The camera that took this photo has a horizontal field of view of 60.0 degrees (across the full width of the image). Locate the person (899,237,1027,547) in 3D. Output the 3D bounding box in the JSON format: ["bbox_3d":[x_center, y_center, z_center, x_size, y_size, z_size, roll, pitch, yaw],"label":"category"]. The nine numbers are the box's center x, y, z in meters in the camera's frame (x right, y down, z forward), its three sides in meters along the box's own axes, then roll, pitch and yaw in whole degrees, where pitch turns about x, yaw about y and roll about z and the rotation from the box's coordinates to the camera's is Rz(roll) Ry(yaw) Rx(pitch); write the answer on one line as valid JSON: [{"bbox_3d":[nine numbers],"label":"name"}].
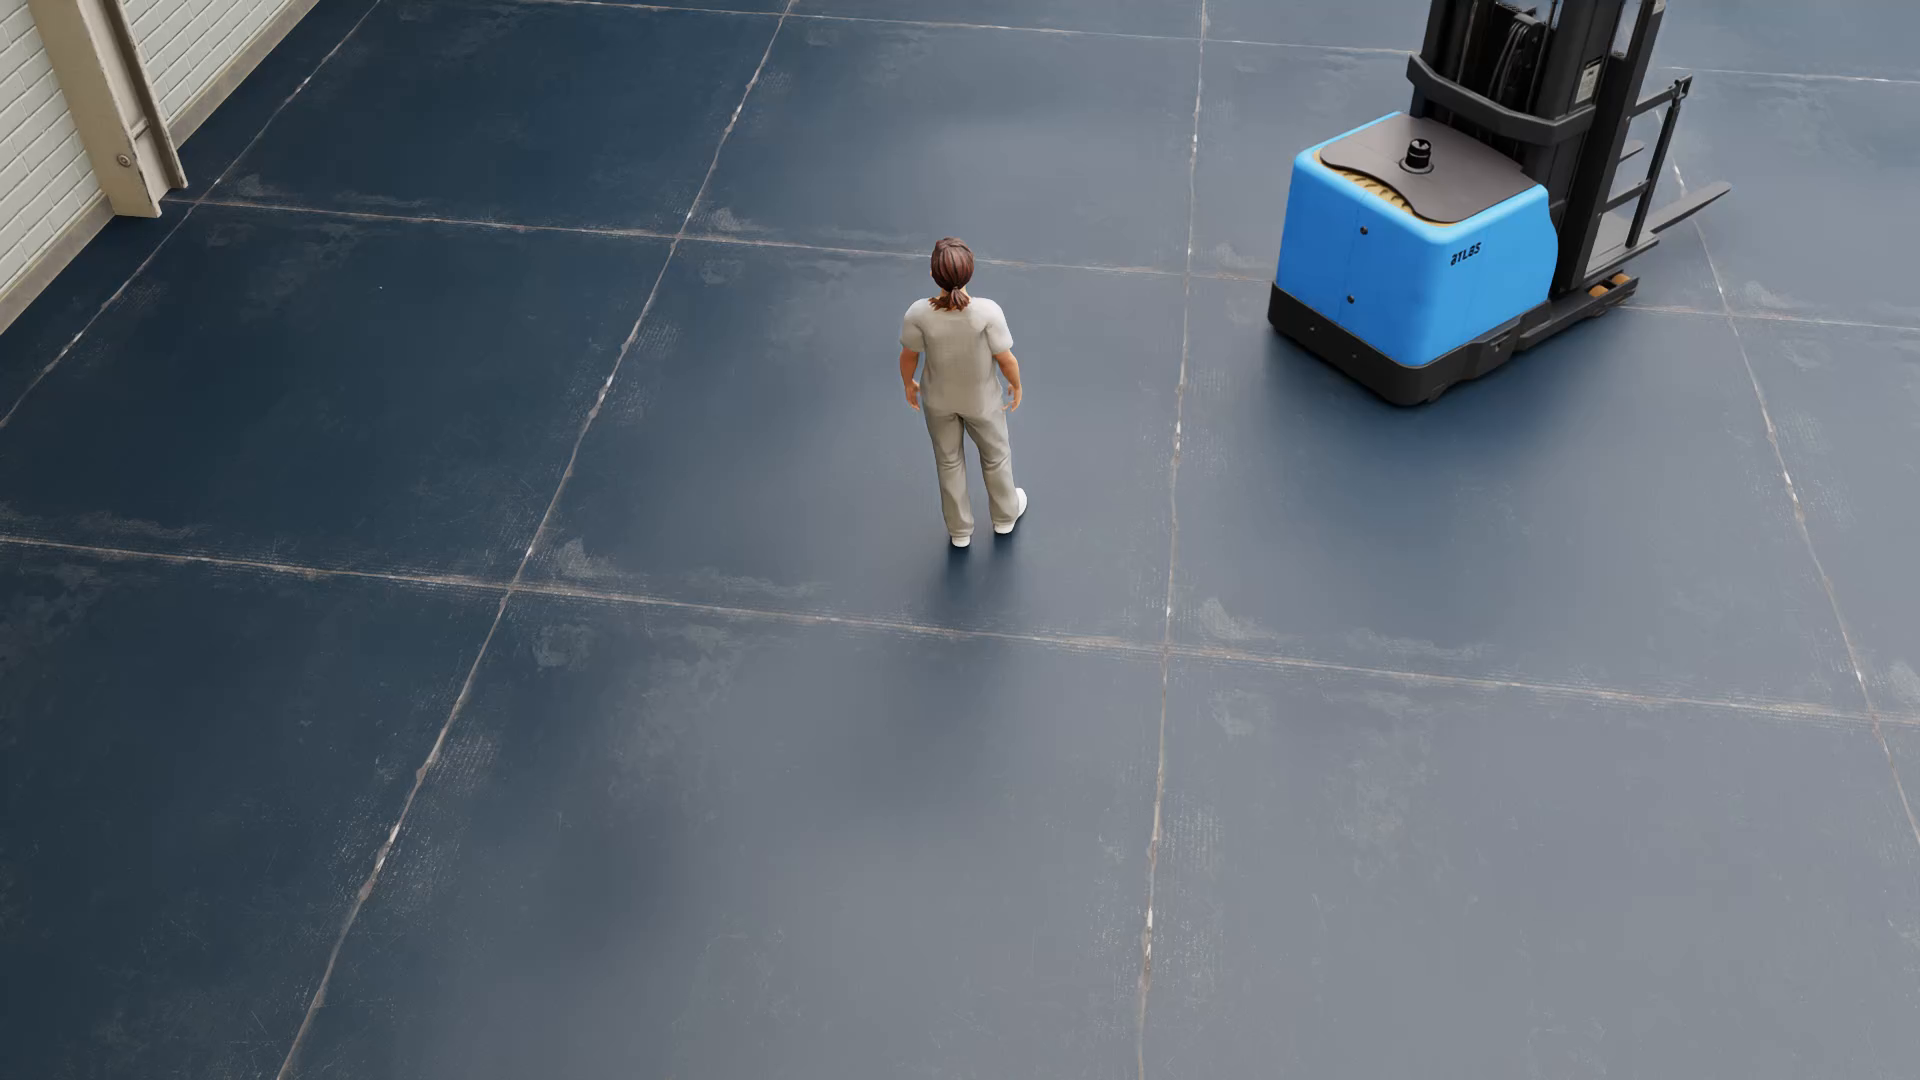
[{"bbox_3d":[0.023,-0.670,7.371,0.550,1.675,0.549,5,43,6],"label":"person"}]

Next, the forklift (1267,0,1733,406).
[{"bbox_3d":[3.167,-2.585,8.538,3.031,2.935,1.130,-27,49,-26],"label":"forklift"}]
